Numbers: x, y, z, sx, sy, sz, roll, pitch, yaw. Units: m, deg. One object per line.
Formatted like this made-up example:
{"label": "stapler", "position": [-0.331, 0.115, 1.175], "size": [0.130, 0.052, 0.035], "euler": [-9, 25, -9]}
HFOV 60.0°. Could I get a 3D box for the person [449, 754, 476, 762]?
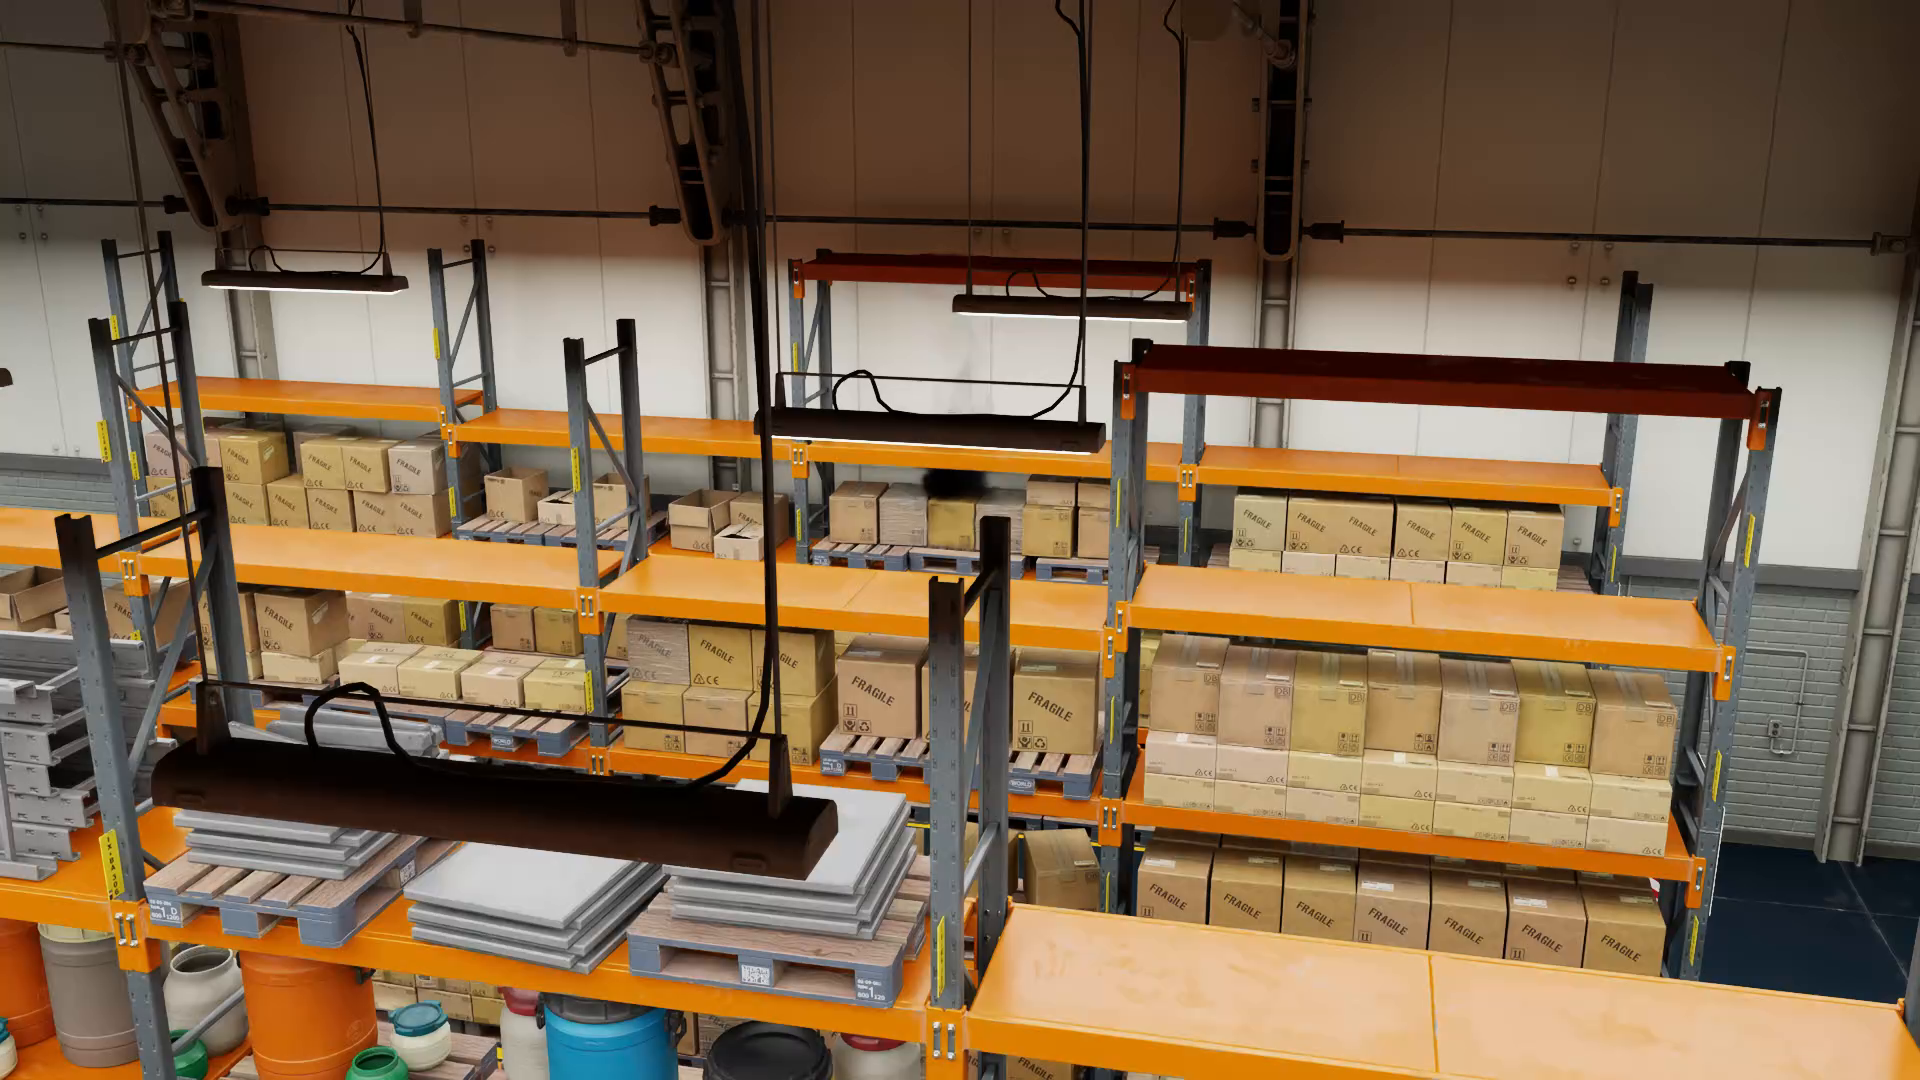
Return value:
{"label": "person", "position": [-5.006, 2.609, 16.367], "size": [0.577, 1.726, 0.640], "euler": [2, 16, 6]}
